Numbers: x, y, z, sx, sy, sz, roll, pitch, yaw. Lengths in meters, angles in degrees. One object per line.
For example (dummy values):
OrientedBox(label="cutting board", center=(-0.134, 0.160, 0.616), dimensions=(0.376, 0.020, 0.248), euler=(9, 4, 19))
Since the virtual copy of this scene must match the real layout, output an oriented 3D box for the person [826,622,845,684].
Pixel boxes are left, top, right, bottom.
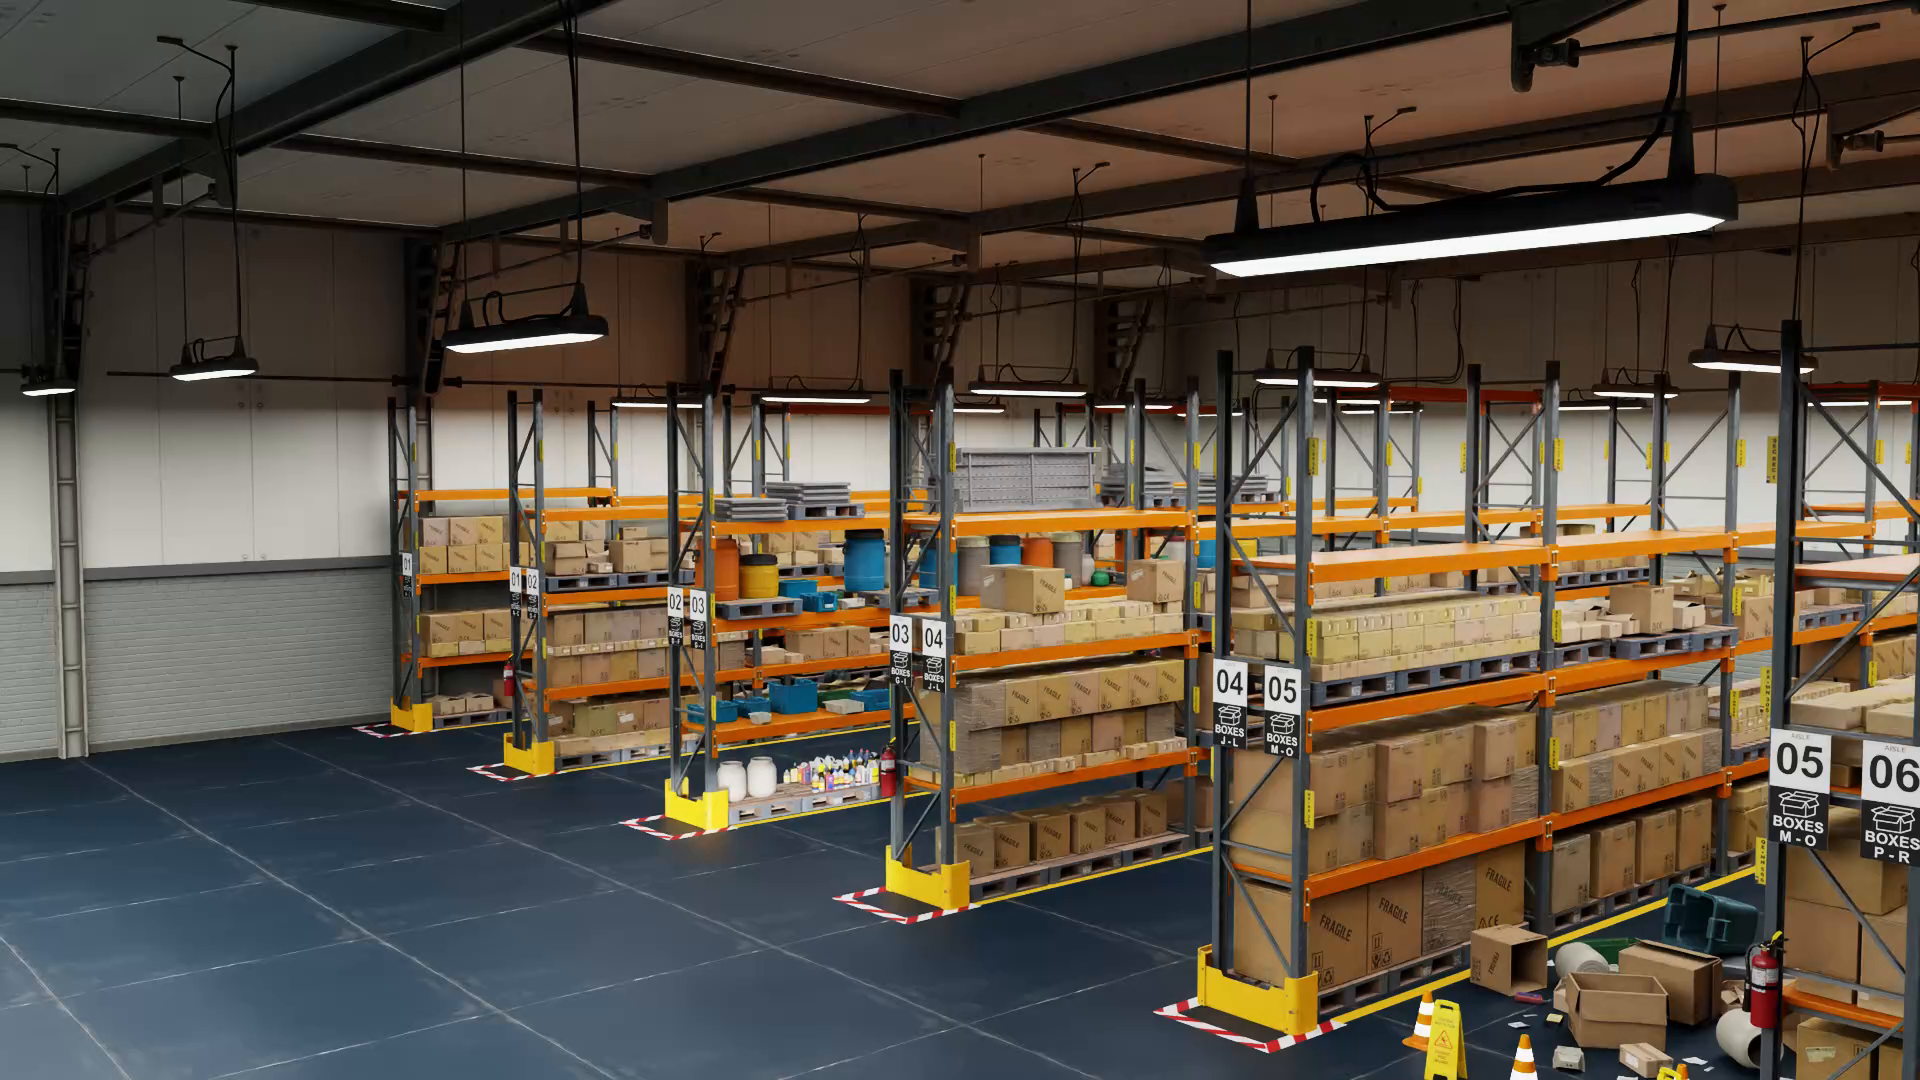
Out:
OrientedBox(label="person", center=(-2.475, 2.346, 33.580), dimensions=(0.652, 1.761, 0.566), euler=(-1, 3, -17))
